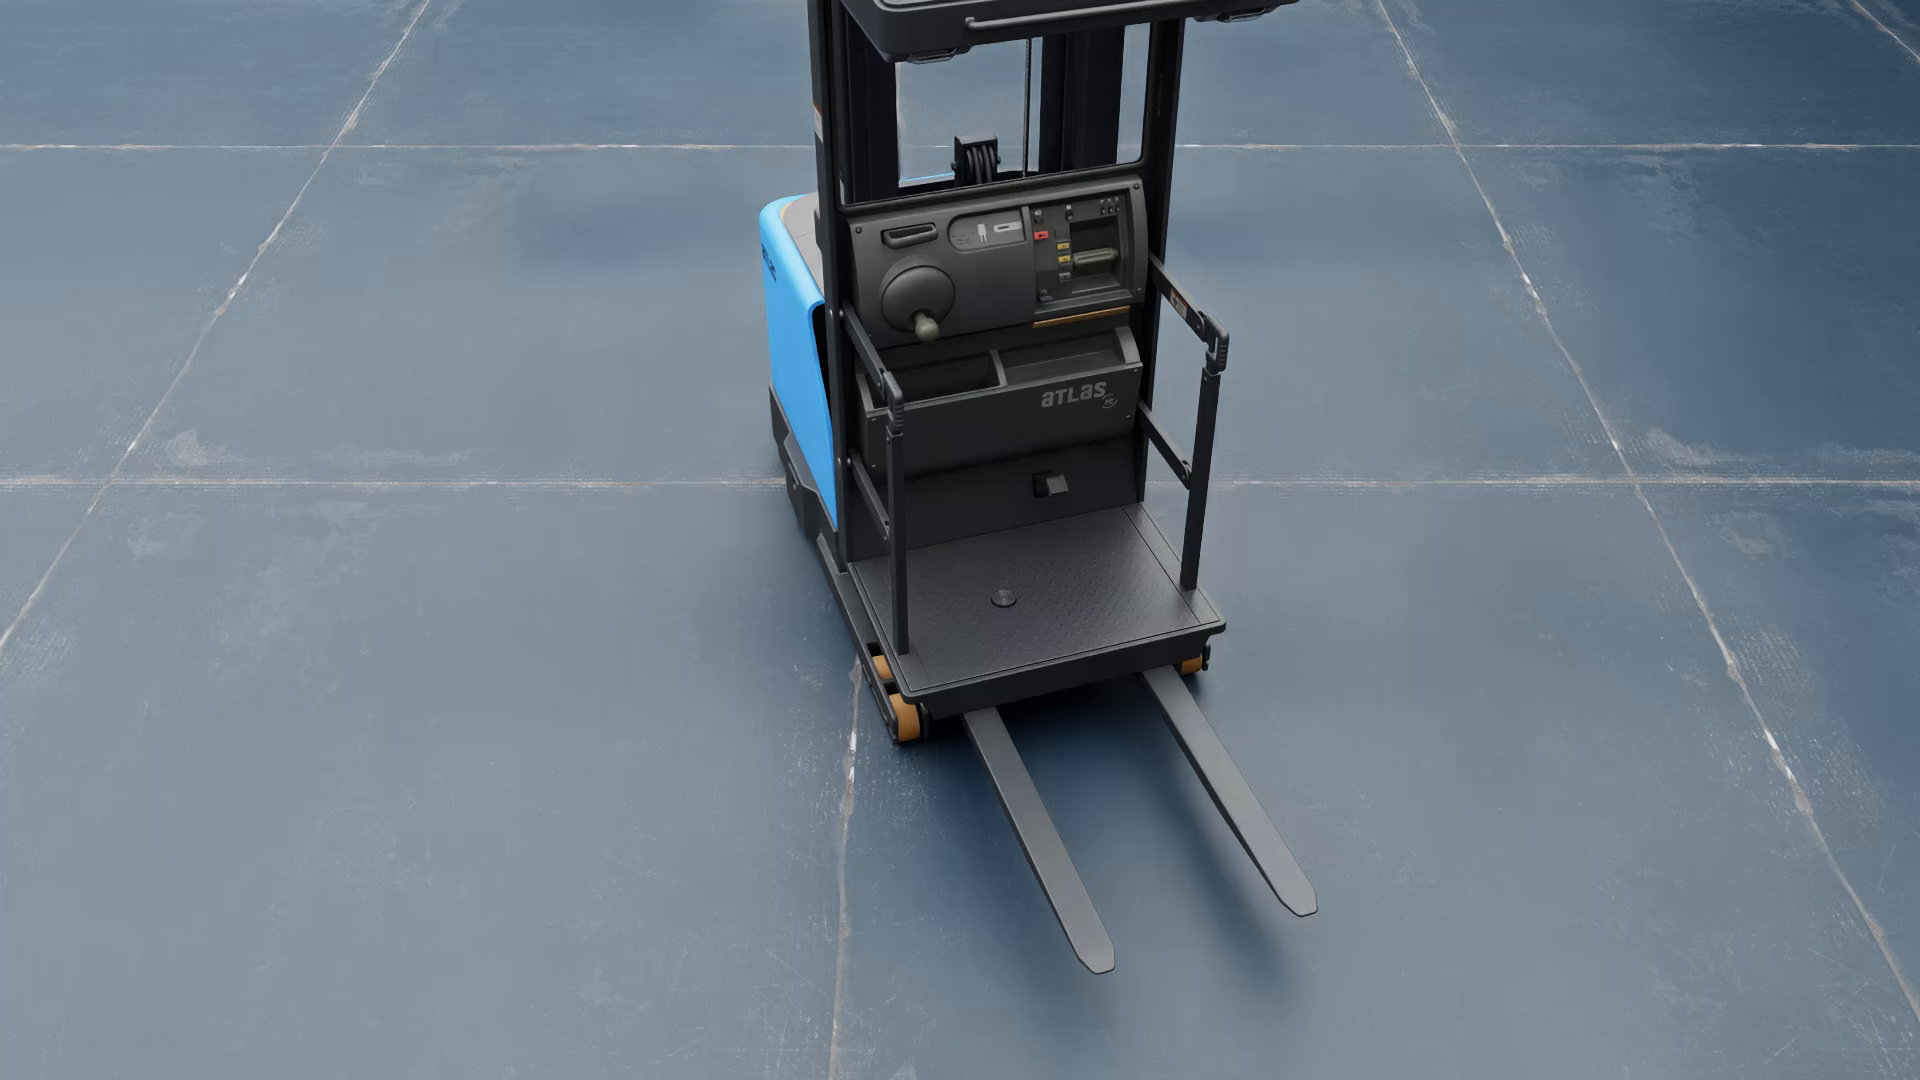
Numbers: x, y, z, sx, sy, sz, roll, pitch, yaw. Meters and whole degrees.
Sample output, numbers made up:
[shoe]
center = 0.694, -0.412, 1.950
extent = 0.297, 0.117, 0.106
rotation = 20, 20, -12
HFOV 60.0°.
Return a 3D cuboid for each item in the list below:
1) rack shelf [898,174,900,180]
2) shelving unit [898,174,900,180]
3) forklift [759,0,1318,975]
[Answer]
[rack shelf]
center = -0.381, -1.396, 6.524
extent = 0.258, 0.103, 0.180
rotation = -12, 30, -14
[shelving unit]
center = -0.363, -1.121, 6.677
extent = 0.258, 1.200, 0.189
rotation = -12, 30, -14
[forklift]
center = 0.198, -0.772, 4.870
extent = 1.130, 2.935, 3.031
rotation = -12, 40, -14
